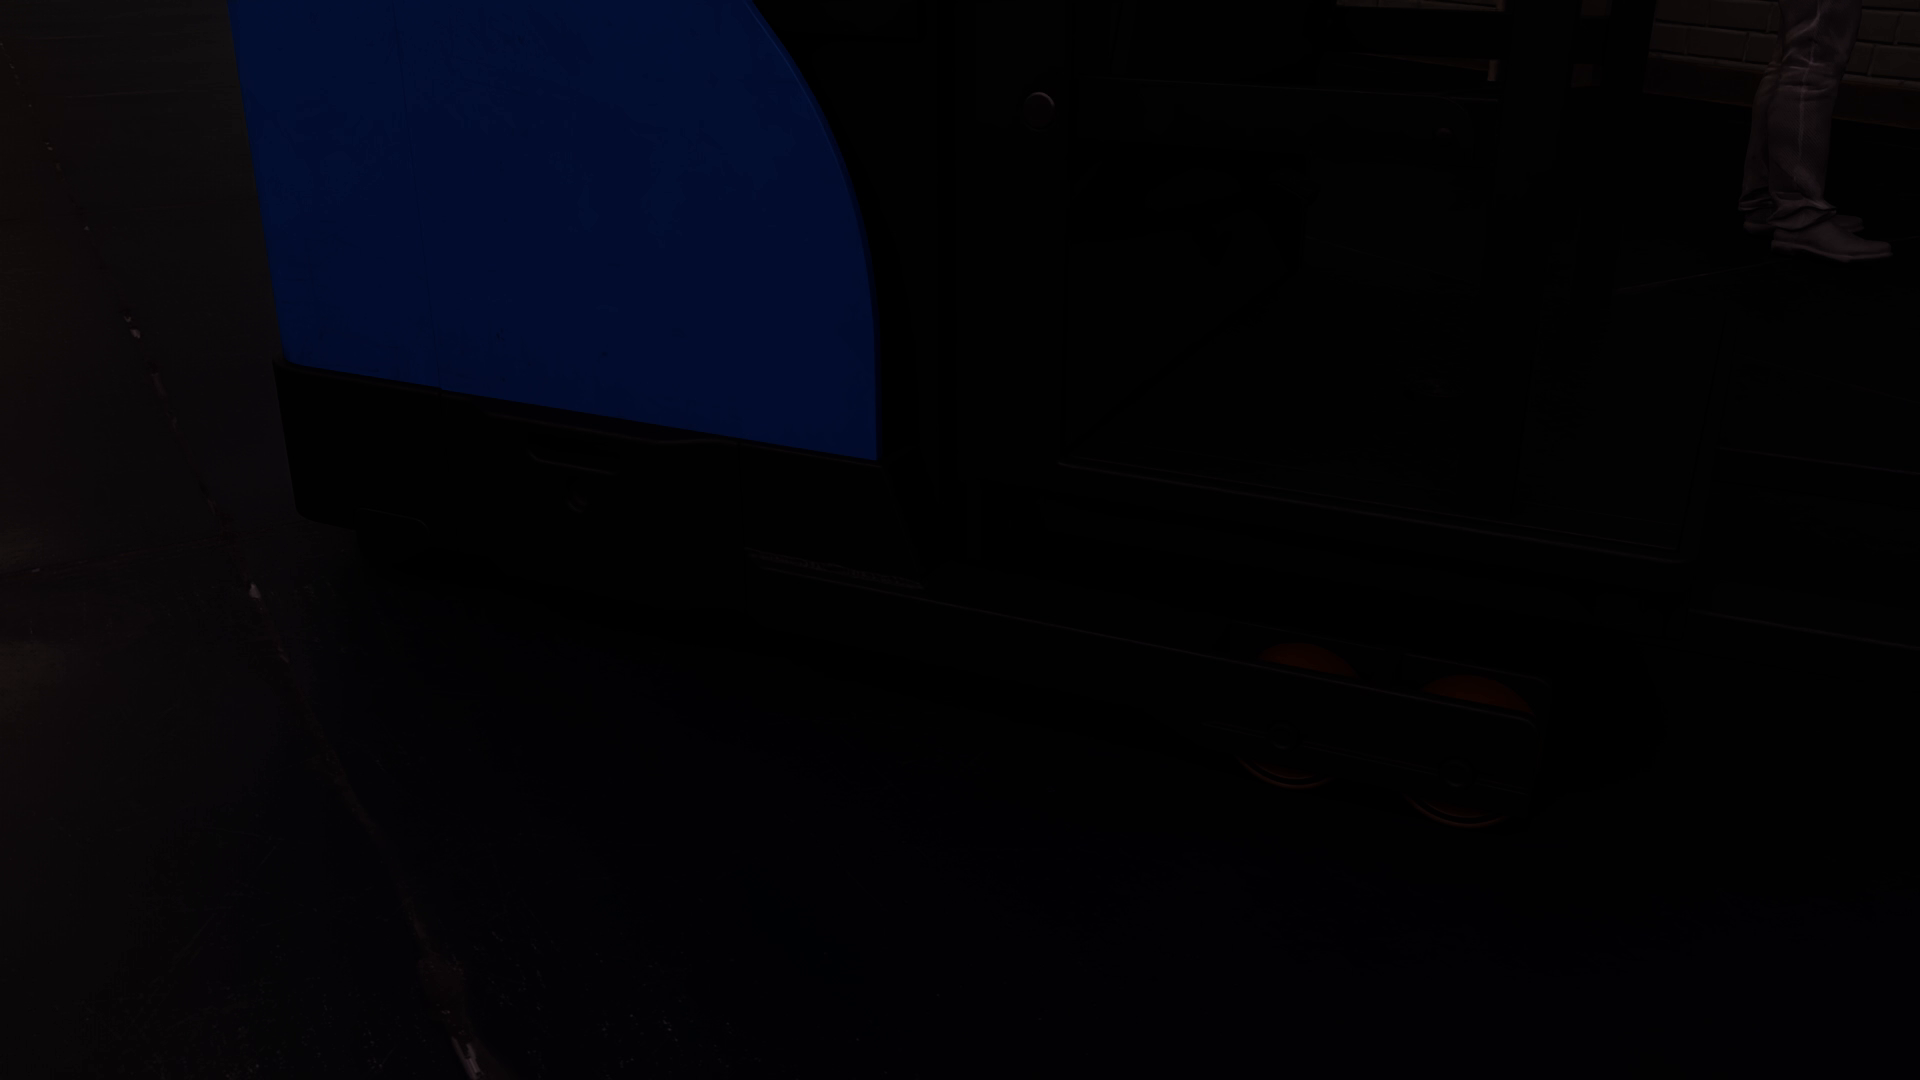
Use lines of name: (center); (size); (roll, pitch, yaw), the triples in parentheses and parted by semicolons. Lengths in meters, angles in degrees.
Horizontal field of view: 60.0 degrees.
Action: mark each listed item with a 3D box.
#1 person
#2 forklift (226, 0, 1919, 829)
person: (2.350, -1.673, 4.366); (0.579, 1.765, 0.666); (15, 27, 33)
forklift: (0.527, -1.265, 1.857); (3.031, 2.935, 1.130); (10, 24, 23)
